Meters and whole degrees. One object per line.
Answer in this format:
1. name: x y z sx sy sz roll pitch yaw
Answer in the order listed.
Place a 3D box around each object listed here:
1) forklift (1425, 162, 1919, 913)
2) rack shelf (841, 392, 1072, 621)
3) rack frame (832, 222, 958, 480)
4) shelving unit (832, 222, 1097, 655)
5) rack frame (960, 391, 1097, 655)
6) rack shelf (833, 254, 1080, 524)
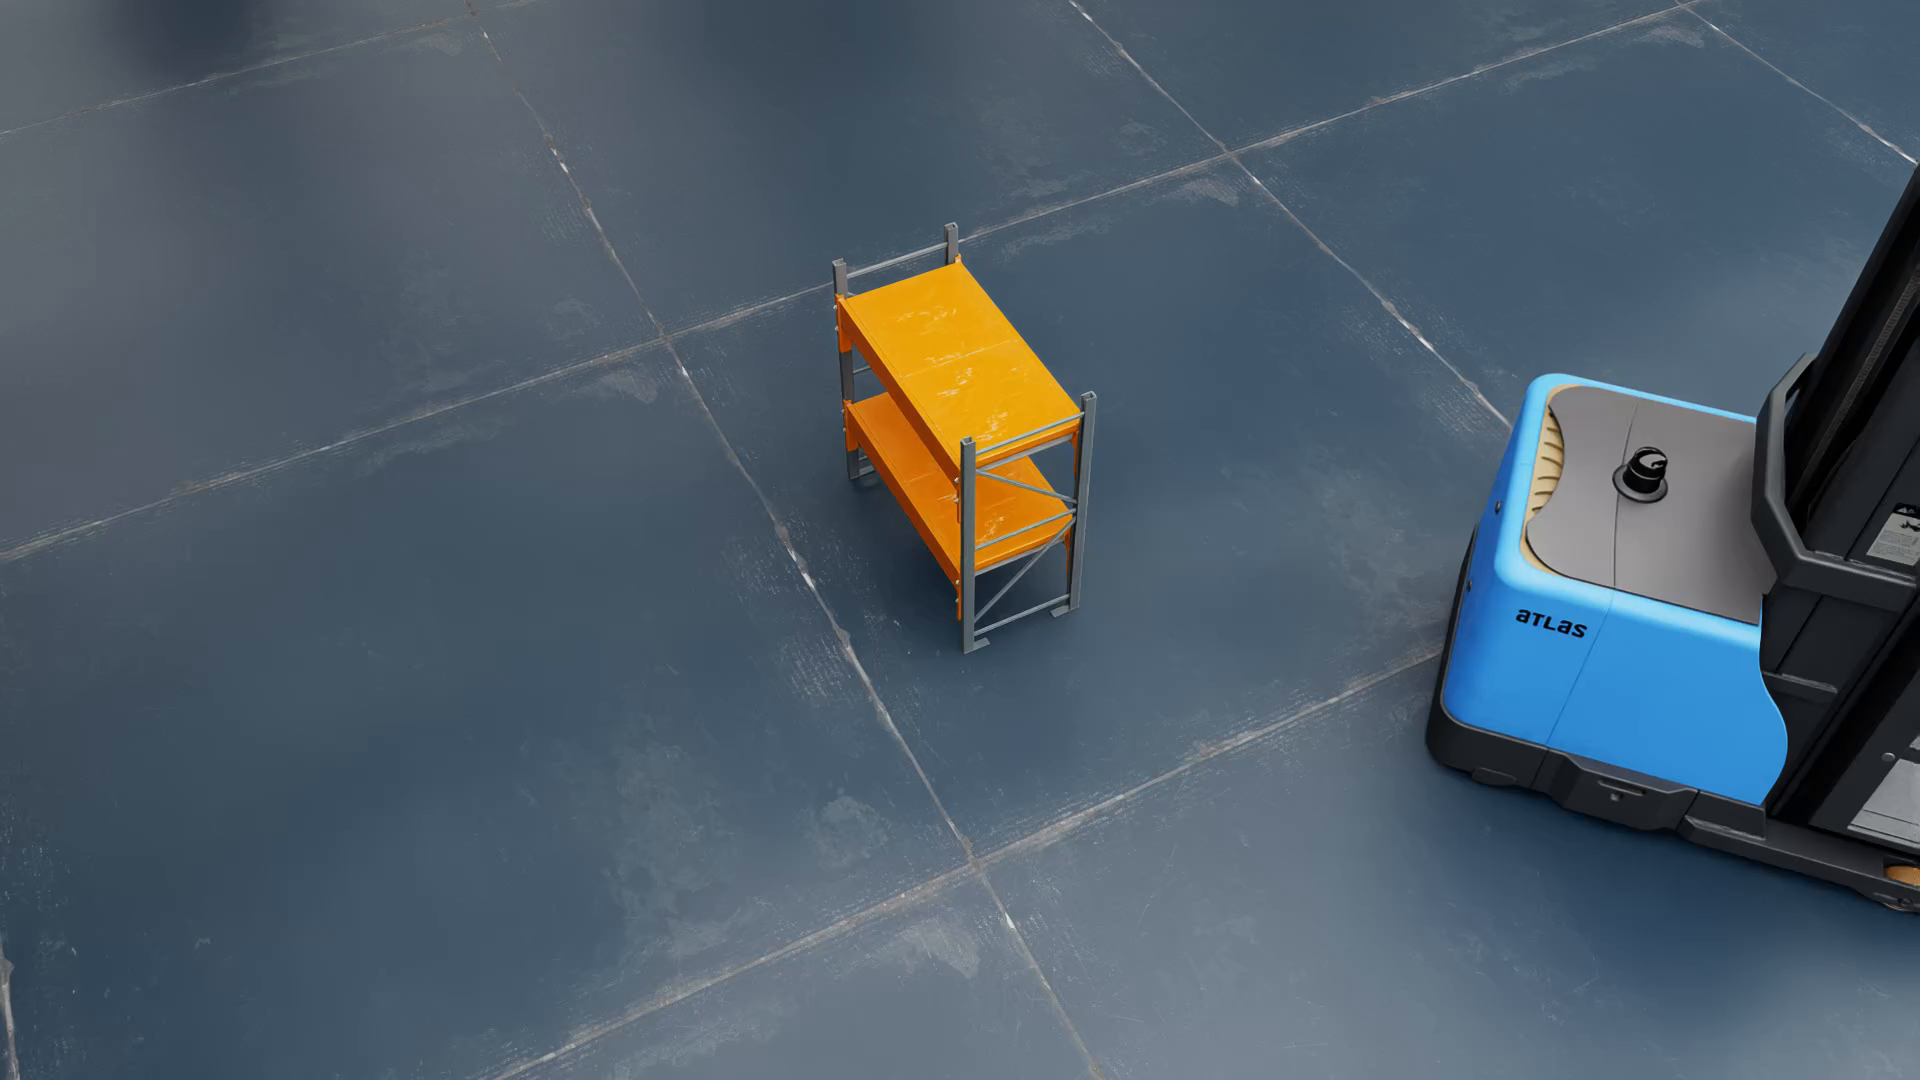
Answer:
1. forklift: 3.229 -0.132 4.810 3.031 2.935 1.130 15 51 13
2. rack shelf: -0.003 -0.214 6.407 0.538 0.278 1.000 -21 52 -18
3. rack frame: -0.236 -0.715 6.521 0.500 1.125 0.032 -21 52 -18
4. shelving unit: -0.003 -0.375 6.223 0.538 1.125 1.048 -21 52 -18
5. rack frame: 0.230 -0.035 5.926 0.500 1.125 0.032 -21 52 -18
6. rack shelf: -0.003 -0.568 6.003 0.538 0.278 1.000 -21 52 -18
